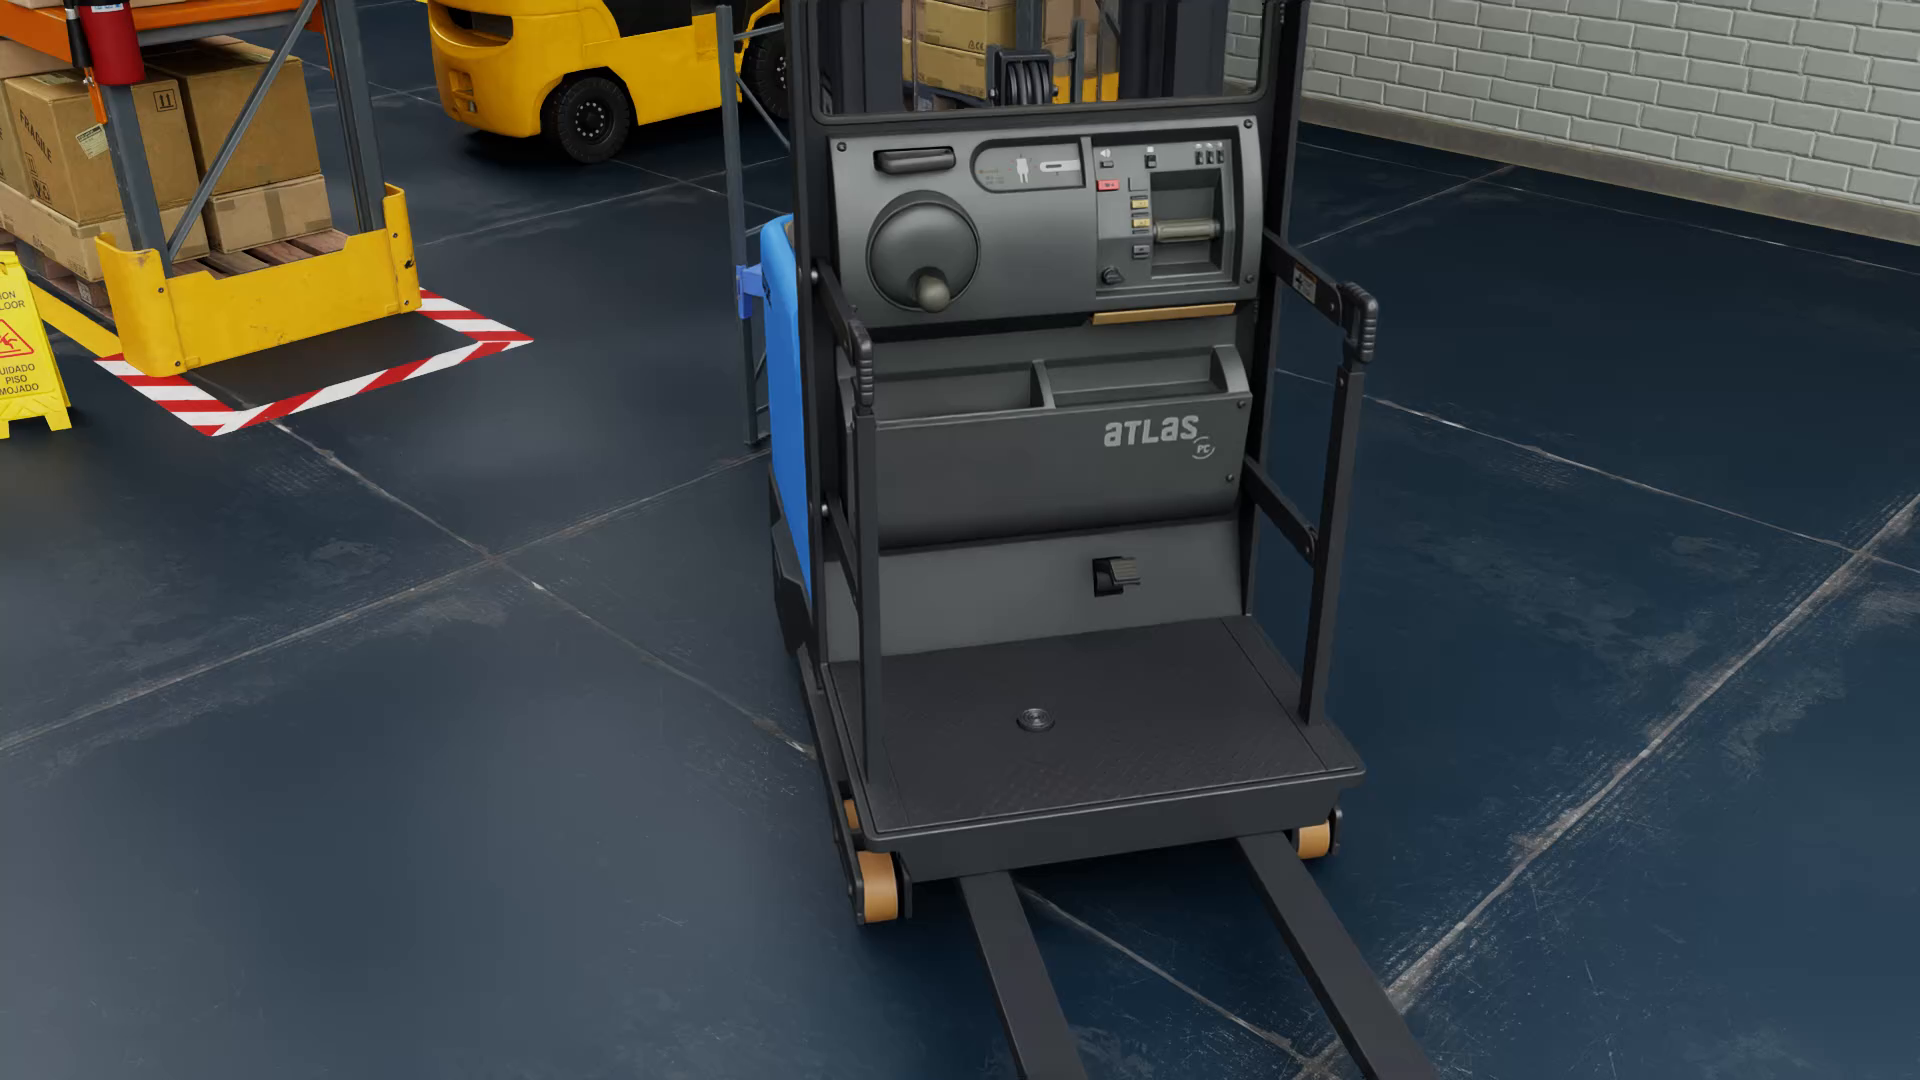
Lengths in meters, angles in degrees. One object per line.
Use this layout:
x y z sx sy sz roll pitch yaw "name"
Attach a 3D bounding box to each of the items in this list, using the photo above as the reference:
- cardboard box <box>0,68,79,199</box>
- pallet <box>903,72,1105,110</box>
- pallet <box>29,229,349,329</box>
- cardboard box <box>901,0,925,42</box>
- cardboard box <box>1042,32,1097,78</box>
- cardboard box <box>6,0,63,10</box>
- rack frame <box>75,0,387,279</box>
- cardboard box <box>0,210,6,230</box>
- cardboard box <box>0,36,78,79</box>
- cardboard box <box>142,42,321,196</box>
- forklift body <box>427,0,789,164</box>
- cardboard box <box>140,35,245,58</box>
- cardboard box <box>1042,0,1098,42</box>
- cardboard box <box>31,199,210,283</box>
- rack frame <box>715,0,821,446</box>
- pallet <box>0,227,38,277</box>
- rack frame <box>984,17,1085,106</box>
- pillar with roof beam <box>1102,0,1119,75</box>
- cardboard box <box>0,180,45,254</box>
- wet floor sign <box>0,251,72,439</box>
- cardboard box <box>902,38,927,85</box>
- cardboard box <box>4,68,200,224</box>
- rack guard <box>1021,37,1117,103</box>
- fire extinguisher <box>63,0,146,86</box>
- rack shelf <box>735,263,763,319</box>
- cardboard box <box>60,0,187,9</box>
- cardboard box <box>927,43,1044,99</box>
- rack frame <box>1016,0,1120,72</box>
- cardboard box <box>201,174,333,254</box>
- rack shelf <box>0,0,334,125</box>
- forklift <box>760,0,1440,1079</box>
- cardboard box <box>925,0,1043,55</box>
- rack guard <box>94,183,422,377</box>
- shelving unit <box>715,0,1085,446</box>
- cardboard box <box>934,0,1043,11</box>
-3.899 -1.815 7.177 0.500 0.500 0.500 -24 36 -37 "cardboard box"
0.133 -2.821 10.387 1.213 0.211 1.003 25 36 38 "pallet"
-3.379 -1.238 7.378 1.213 0.211 1.003 25 36 38 "pallet"
-0.209 -3.232 10.139 0.500 0.250 0.500 24 36 38 "cardboard box"
0.494 -3.013 10.261 0.500 0.250 0.500 25 37 39 "cardboard box"
-3.445 -2.156 6.398 0.250 0.149 0.380 24 36 38 "cardboard box"
-2.770 -2.171 6.155 0.127 3.000 1.000 25 36 38 "rack frame"
-4.276 -1.655 7.677 0.500 0.250 0.500 23 35 37 "cardboard box"
-3.833 -2.031 6.890 0.380 0.149 0.250 -24 36 -38 "cardboard box"
-3.169 -1.834 7.212 0.500 0.500 0.500 23 36 37 "cardboard box"
-1.924 -3.457 9.513 1.214 2.155 2.313 25 36 38 "forklift body"
-3.545 -2.003 7.534 0.500 0.500 0.500 23 35 37 "cardboard box"
0.518 -3.232 10.139 0.500 0.250 0.500 -25 36 -38 "cardboard box"
-3.552 -1.322 7.044 0.500 0.250 0.500 24 36 38 "cardboard box"
-0.612 -1.097 5.724 0.032 1.500 0.500 18 33 30 "rack frame"
-4.245 -1.636 8.135 1.213 0.211 1.003 25 36 38 "pallet"
0.224 -0.827 5.211 0.032 1.500 0.500 18 33 30 "rack frame"
-2.176 -5.572 6.178 0.400 9.000 9.100 25 36 38 "pillar with roof beam"
-3.899 -1.486 7.356 0.500 0.250 0.500 25 37 39 "cardboard box"
-3.385 -0.712 5.910 0.267 0.644 0.232 -13 30 -22 "wet floor sign"
-0.197 -3.002 10.239 0.500 0.250 0.500 25 36 38 "cardboard box"
-3.524 -1.646 6.855 0.500 0.500 0.500 25 37 39 "cardboard box"
0.724 -2.705 9.857 0.348 0.500 1.175 25 36 38 "rack guard"
-3.012 -1.946 5.811 0.183 0.674 0.296 25 36 38 "fire extinguisher"
-0.194 -0.803 5.551 1.000 0.185 0.538 18 33 30 "rack shelf"
-3.187 -2.111 6.311 0.380 0.149 0.250 -24 36 -38 "cardboard box"
0.151 -2.836 9.925 0.500 0.250 0.500 25 37 39 "cardboard box"
0.707 -3.819 9.290 0.127 3.000 1.000 25 36 38 "rack frame"
-3.151 -1.495 7.372 0.500 0.250 0.500 24 36 38 "cardboard box"
-4.196 -2.505 7.564 4.000 0.370 1.077 25 36 38 "rack shelf"
0.242 -0.649 3.334 1.130 2.935 3.031 -6 28 -11 "forklift"
0.141 -3.064 9.821 0.500 0.250 0.500 24 36 38 "cardboard box"
-2.824 -1.089 6.784 0.348 0.500 1.175 25 36 38 "rack guard"
-0.194 -0.962 5.468 1.048 1.500 0.538 18 33 30 "shelving unit"
0.160 -3.277 9.689 0.500 0.250 0.500 -24 36 -38 "cardboard box"
